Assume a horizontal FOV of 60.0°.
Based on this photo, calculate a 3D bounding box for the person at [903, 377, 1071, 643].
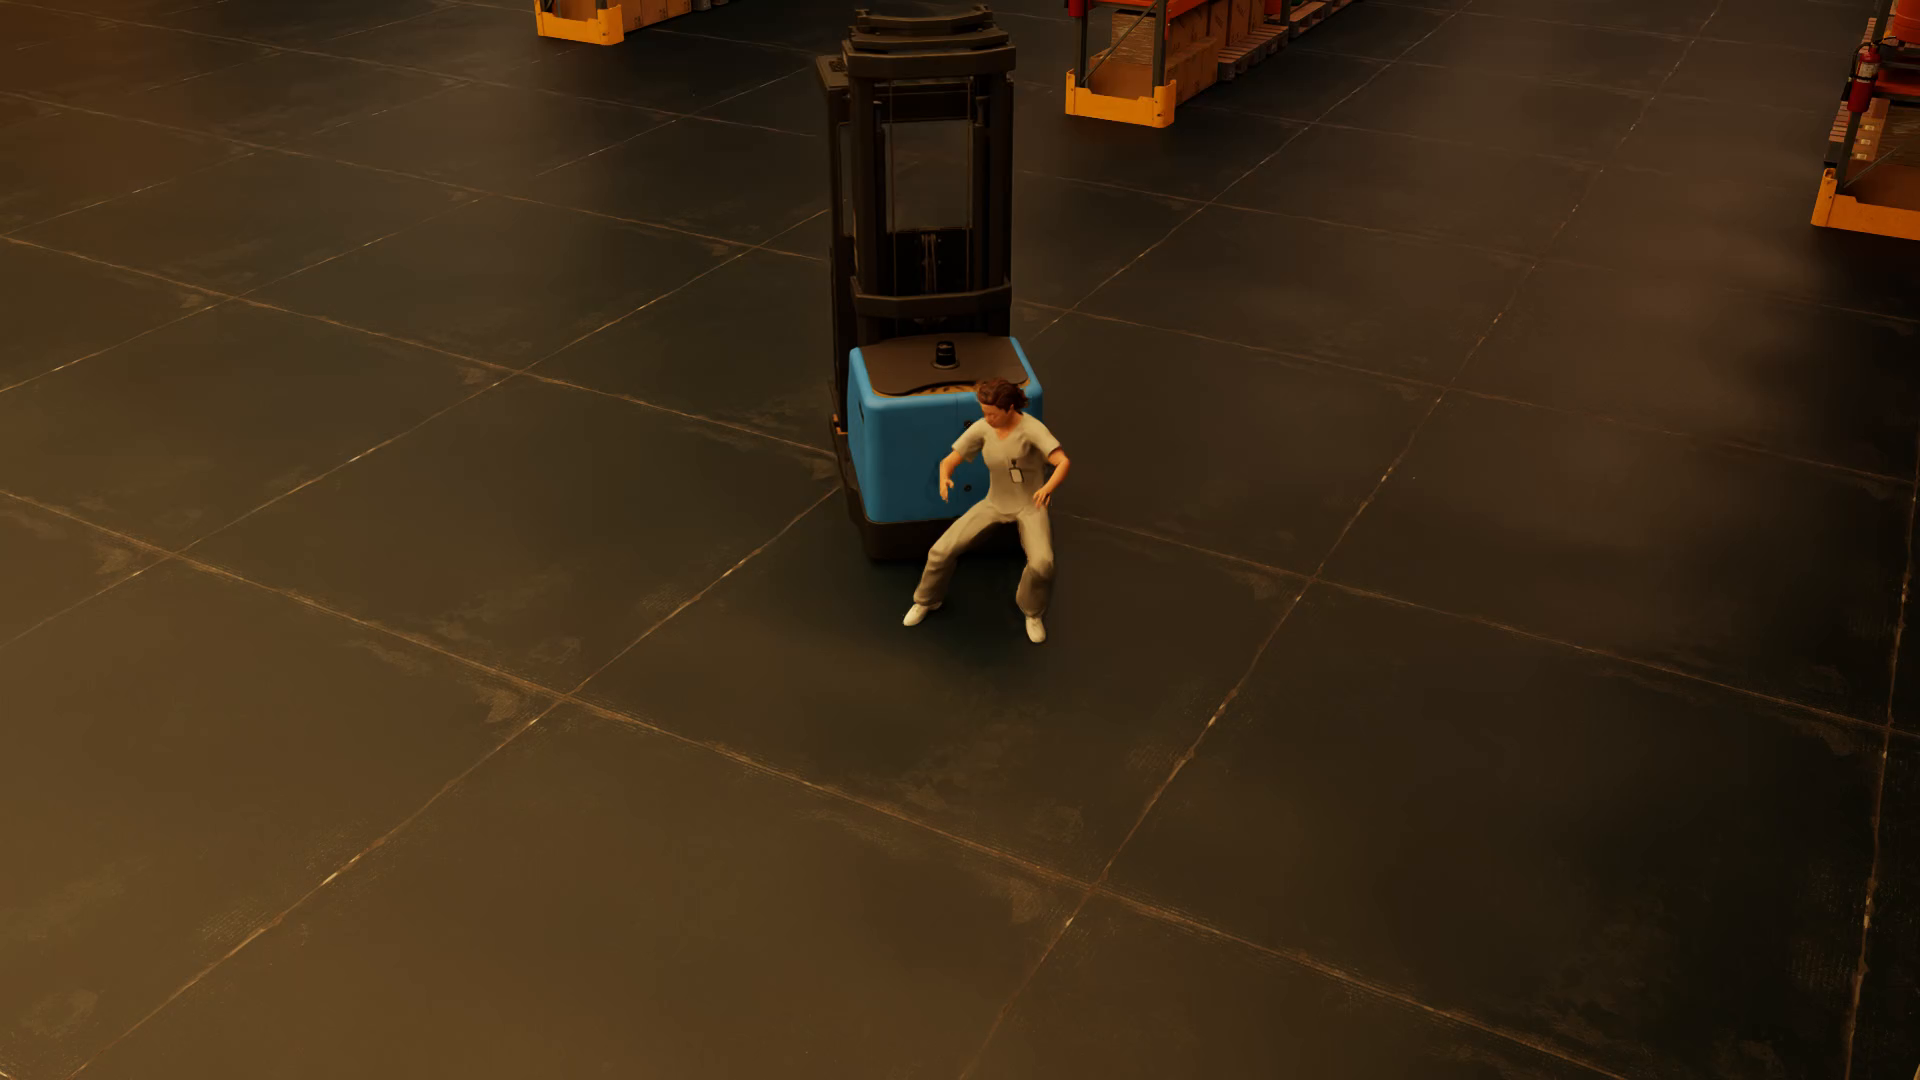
[{"bbox_3d":[0.163,-0.147,8.827,0.884,1.454,0.690,16,34,26],"label":"person"}]

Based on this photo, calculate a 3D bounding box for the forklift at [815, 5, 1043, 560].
[{"bbox_3d":[-0.274,-1.873,10.317,1.130,2.935,3.031,-5,30,-9],"label":"forklift"}]
